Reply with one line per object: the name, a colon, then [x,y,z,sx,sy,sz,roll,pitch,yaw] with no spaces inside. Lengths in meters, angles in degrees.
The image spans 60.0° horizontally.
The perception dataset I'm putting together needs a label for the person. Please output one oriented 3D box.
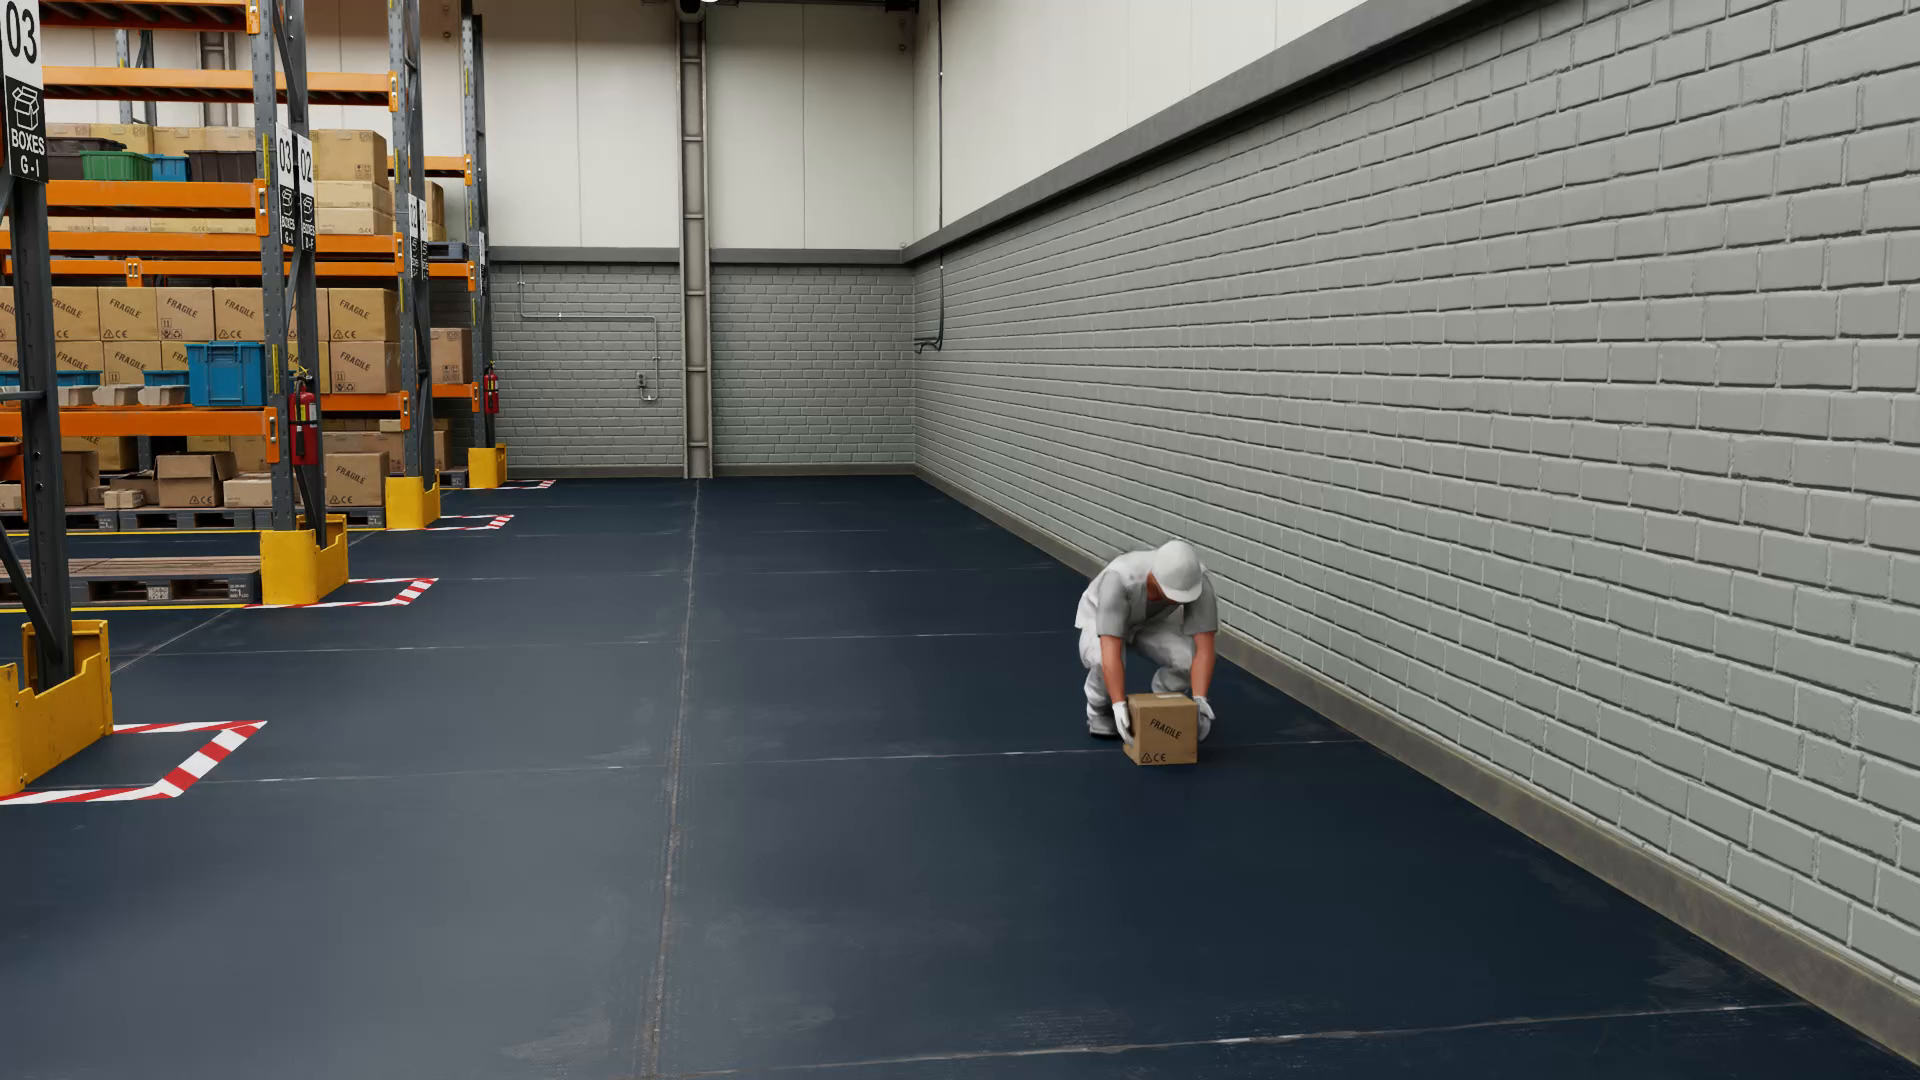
person: [0.809,0.421,7.269,0.571,0.920,0.886,-1,6,-9]
